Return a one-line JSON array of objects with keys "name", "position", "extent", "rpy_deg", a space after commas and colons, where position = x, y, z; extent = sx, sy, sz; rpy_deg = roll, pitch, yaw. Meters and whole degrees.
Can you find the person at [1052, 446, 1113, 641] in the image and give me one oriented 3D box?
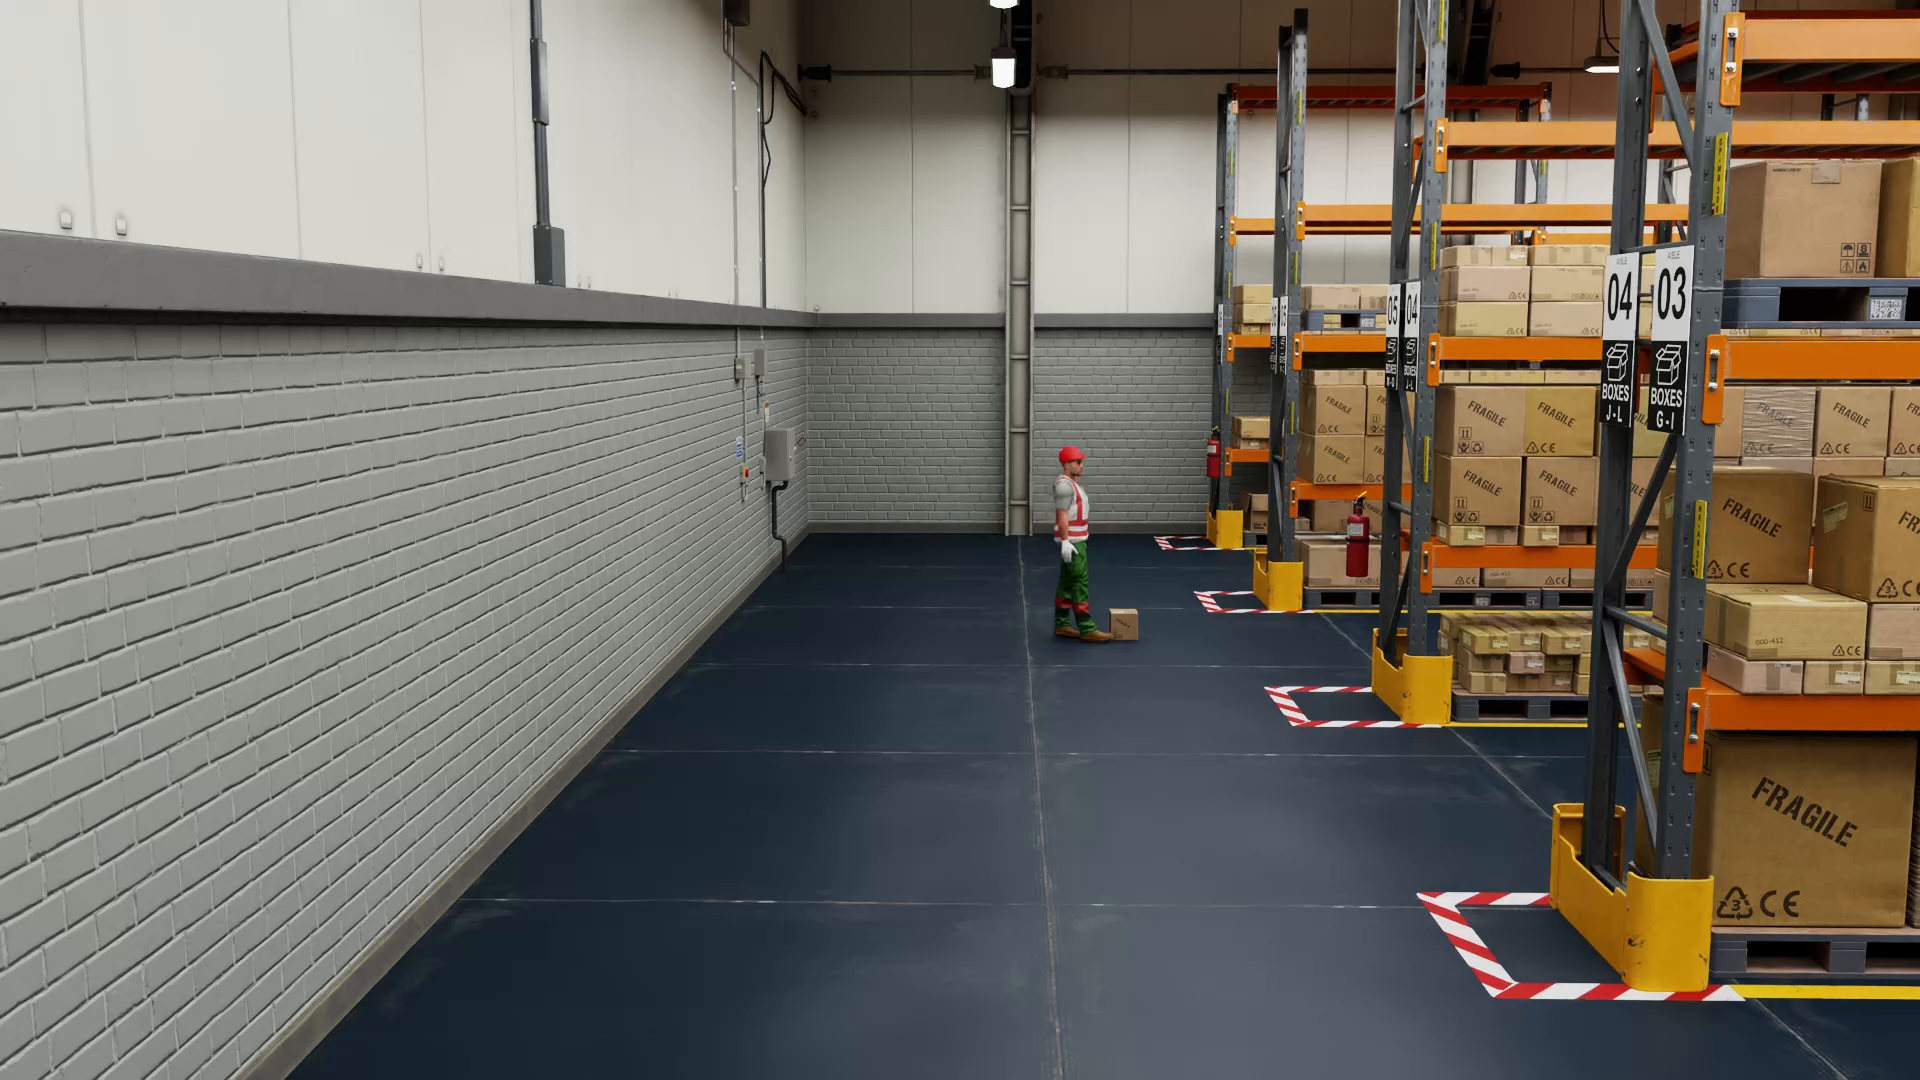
[{"name": "person", "position": [1.157, 0.026, 15.425], "extent": [0.593, 1.788, 0.546], "rpy_deg": [2, 7, 12]}]
